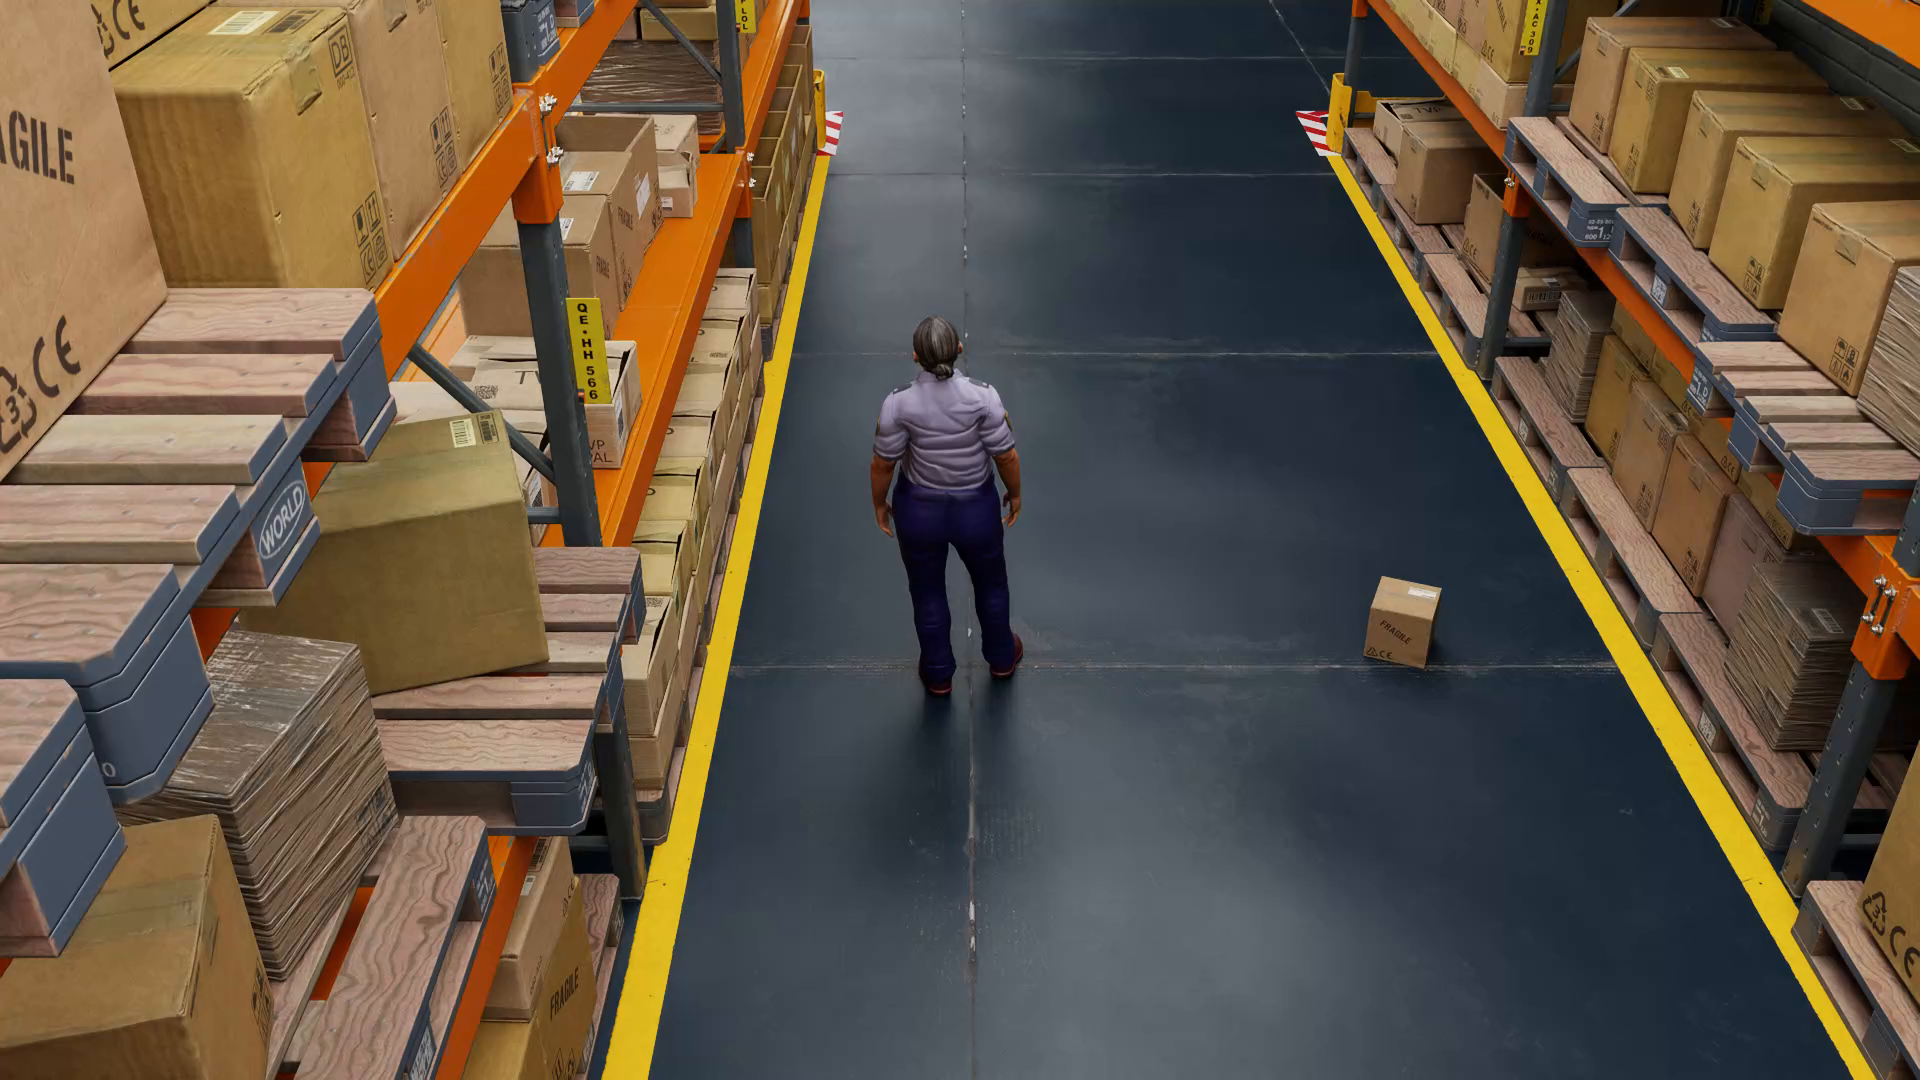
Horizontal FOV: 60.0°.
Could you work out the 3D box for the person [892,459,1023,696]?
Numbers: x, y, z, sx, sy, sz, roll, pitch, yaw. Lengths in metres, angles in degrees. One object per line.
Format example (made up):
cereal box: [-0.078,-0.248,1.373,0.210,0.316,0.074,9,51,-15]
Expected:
person: [0.003,0.115,6.535,0.525,1.029,0.500,0,32,-1]
